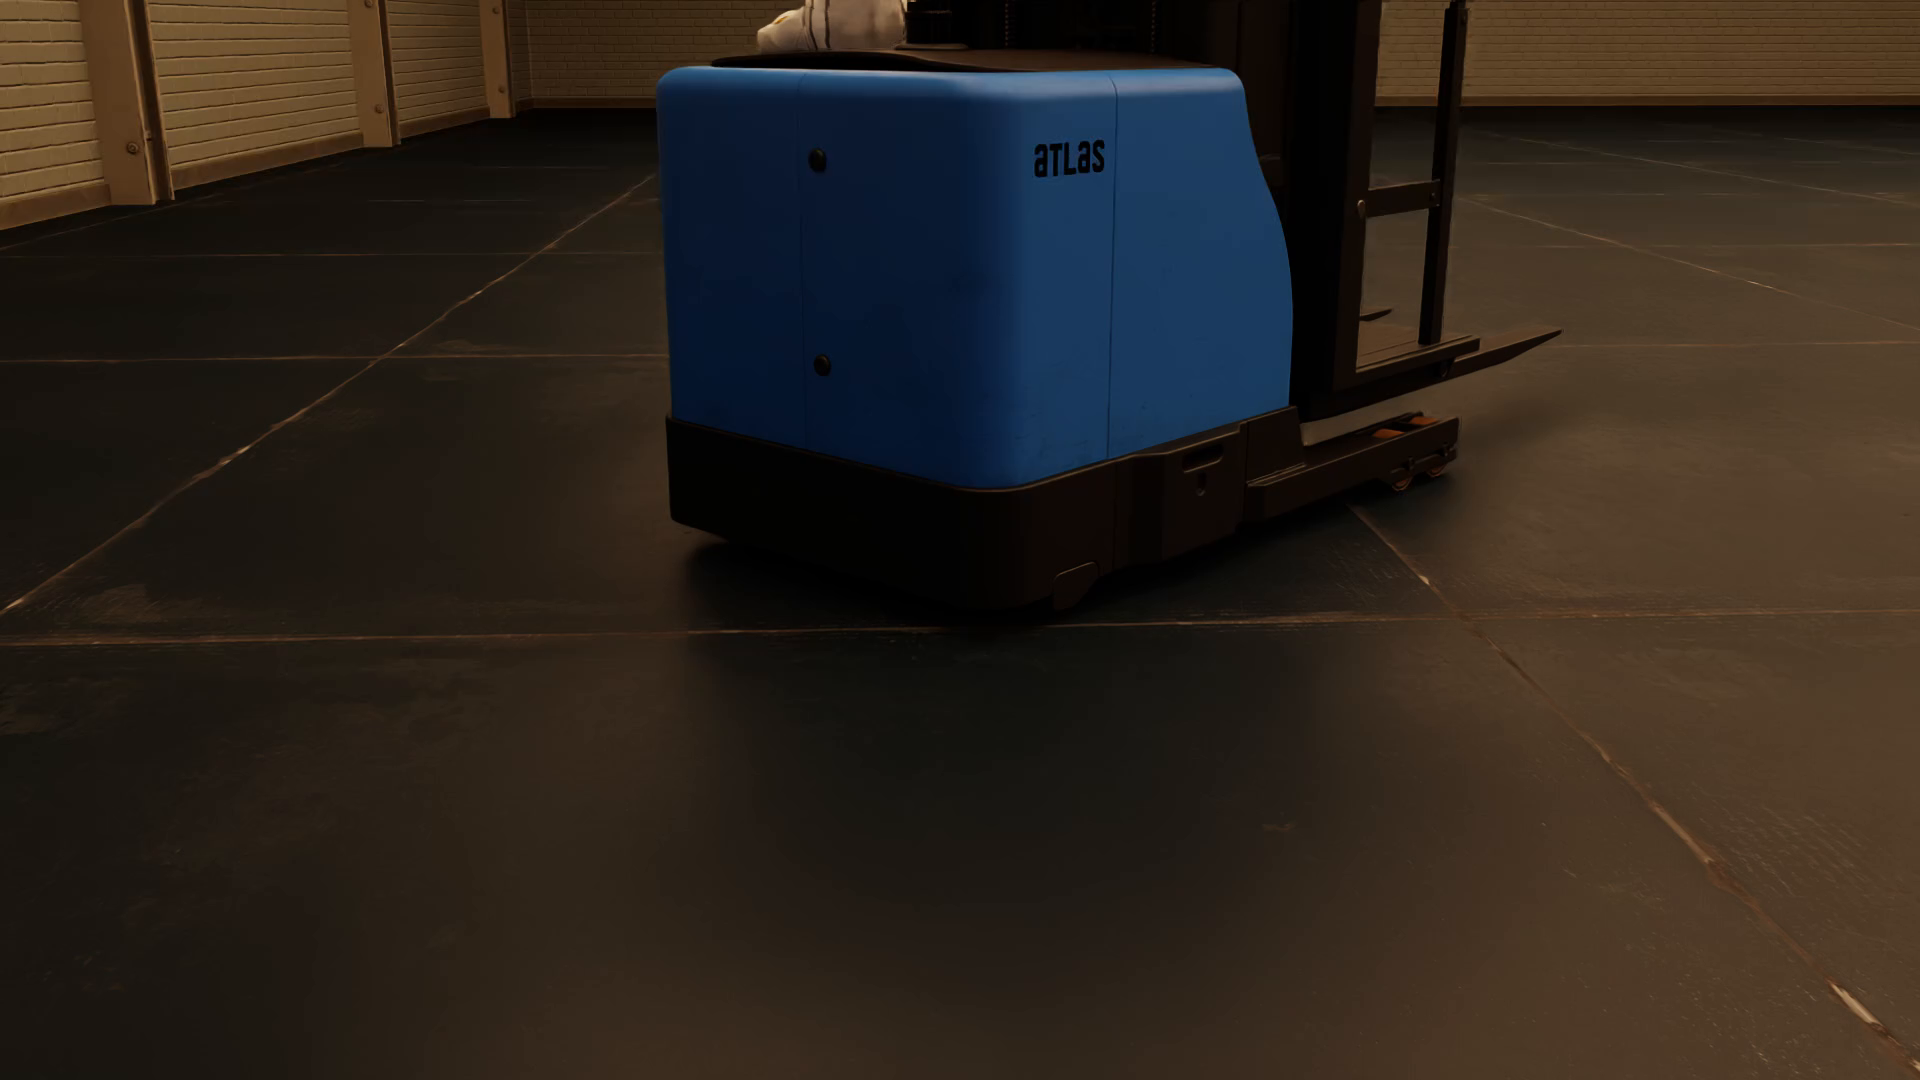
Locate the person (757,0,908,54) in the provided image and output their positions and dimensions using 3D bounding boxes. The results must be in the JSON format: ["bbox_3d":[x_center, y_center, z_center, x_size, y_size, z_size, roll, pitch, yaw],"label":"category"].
[{"bbox_3d":[-0.280,-1.193,5.163,0.800,1.488,0.804,-16,23,-42],"label":"person"}]

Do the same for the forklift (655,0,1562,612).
[{"bbox_3d":[0.692,-1.614,4.185,1.130,2.935,3.031,15,22,40],"label":"forklift"}]
